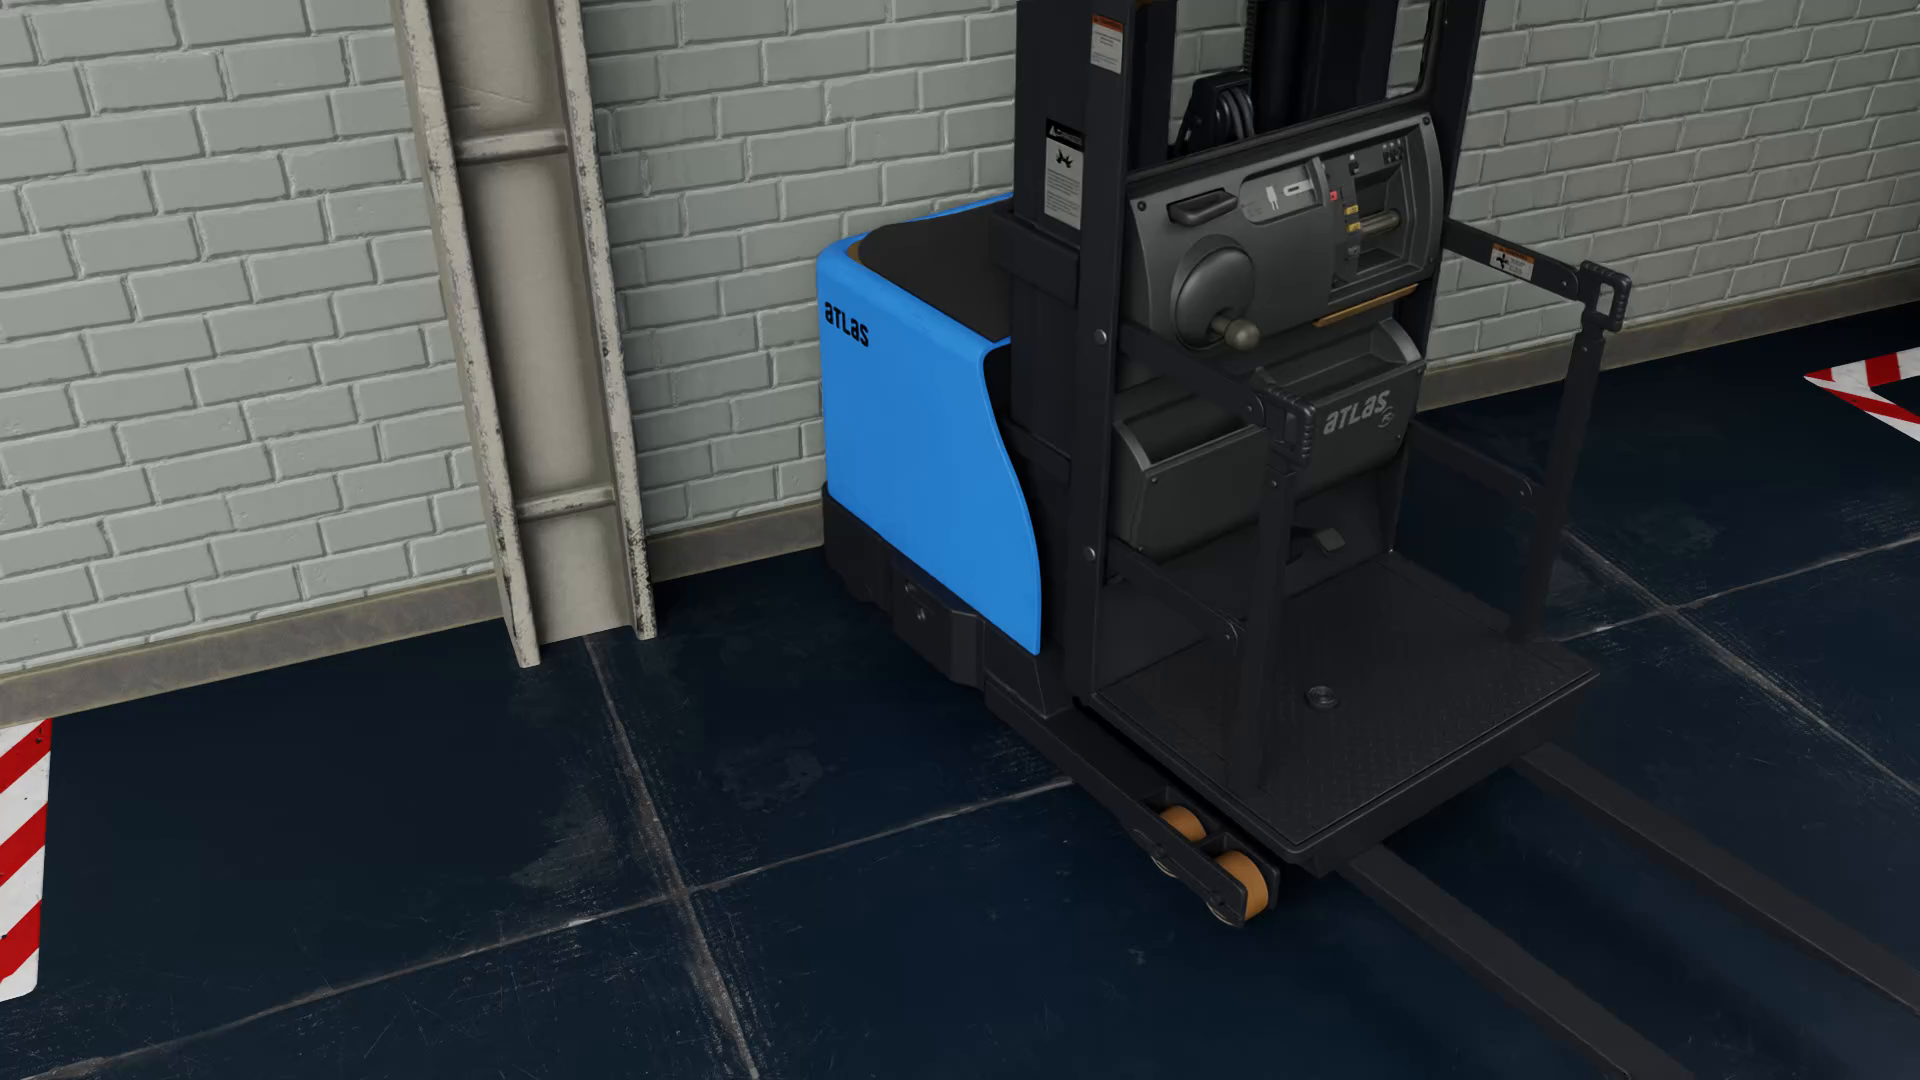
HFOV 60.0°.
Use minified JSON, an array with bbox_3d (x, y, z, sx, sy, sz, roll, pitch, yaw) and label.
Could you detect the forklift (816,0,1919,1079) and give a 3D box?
[{"bbox_3d":[0.871,-0.639,3.545,1.130,2.935,3.031,-22,39,-30],"label":"forklift"}]
